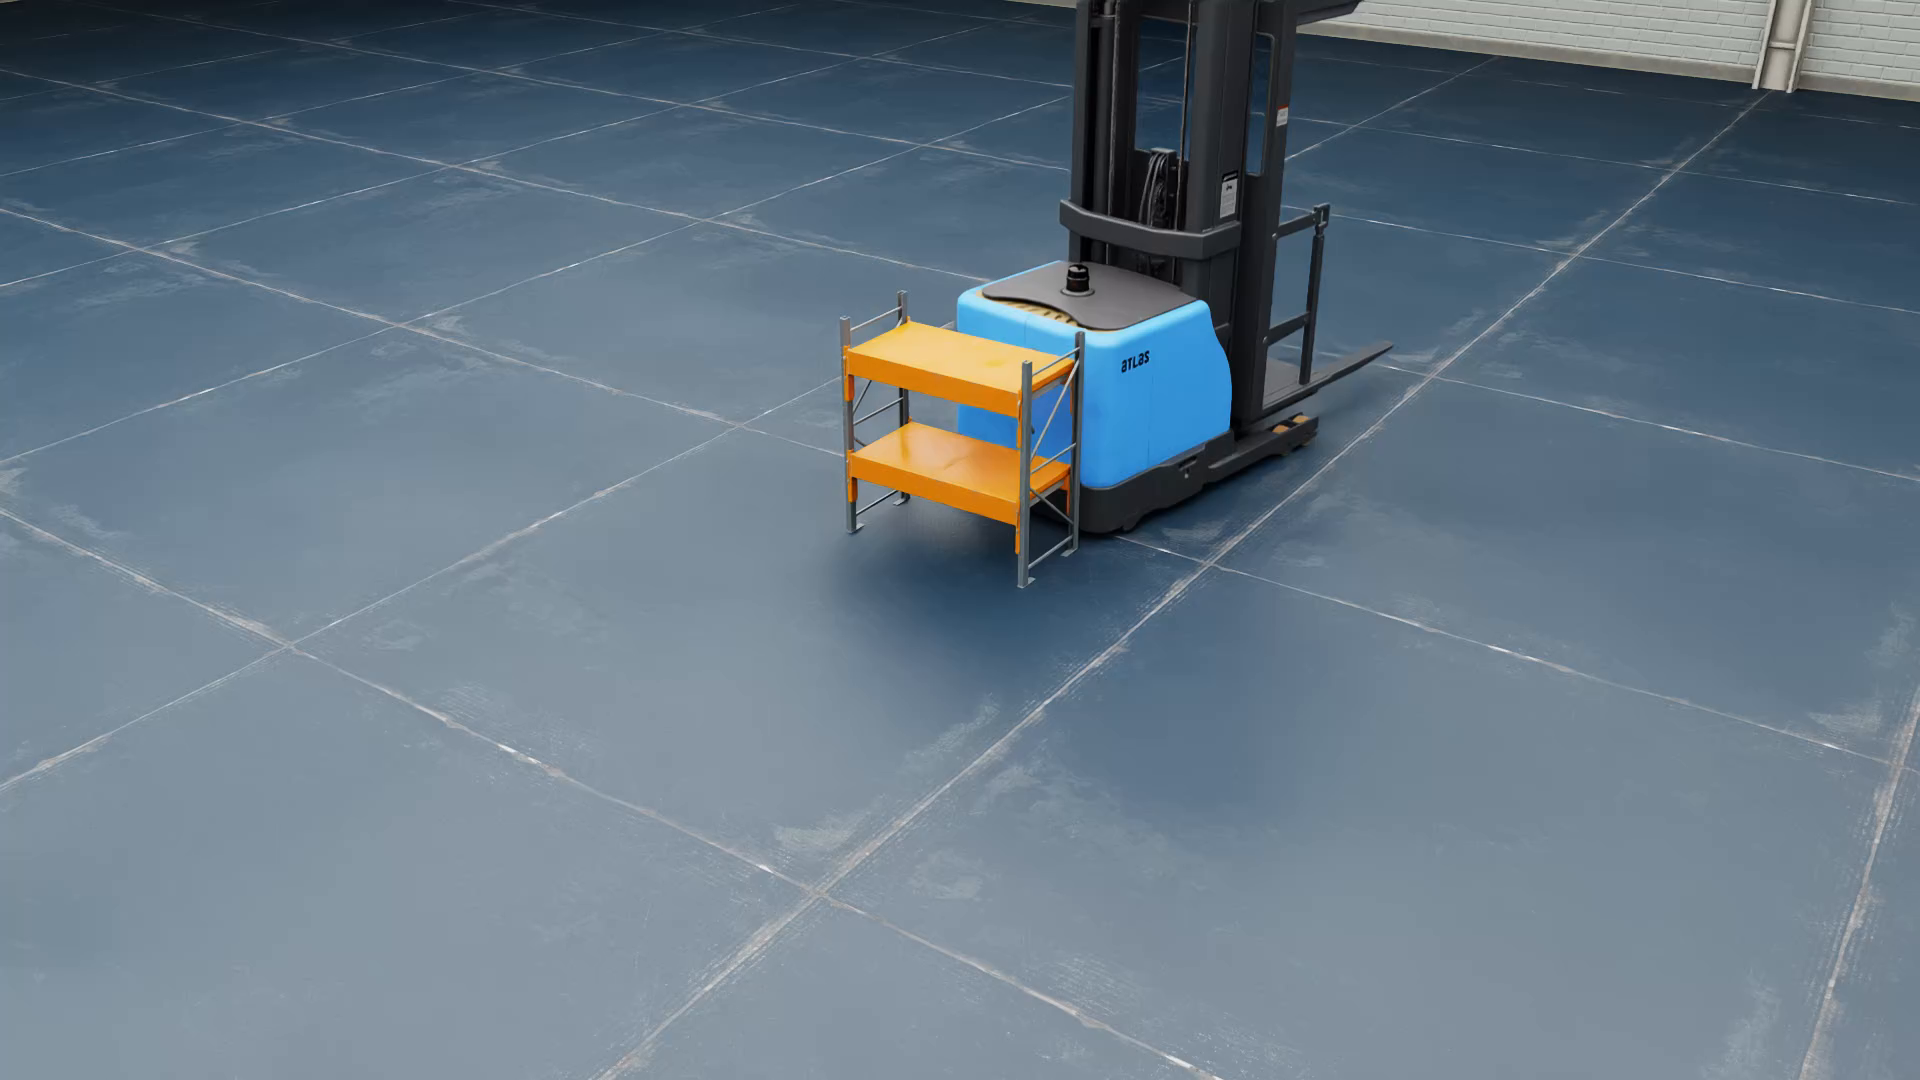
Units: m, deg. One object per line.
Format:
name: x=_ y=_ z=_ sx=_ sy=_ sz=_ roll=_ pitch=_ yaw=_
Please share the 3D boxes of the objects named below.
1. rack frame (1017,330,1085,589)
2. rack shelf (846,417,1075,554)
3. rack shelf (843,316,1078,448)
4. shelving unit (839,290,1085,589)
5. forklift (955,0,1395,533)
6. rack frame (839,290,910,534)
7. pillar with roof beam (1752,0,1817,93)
rack frame: x=0.425 y=-0.369 z=7.735 sx=0.032 sy=1.125 sz=0.500 roll=17 pitch=32 yaw=30
rack shelf: x=0.006 y=-0.282 z=8.102 sx=1.000 sy=0.278 sz=0.538 roll=17 pitch=32 yaw=30
rack shelf: x=0.006 y=-0.760 z=7.859 sx=1.000 sy=0.278 sz=0.538 roll=17 pitch=32 yaw=30
shelving unit: x=0.006 y=-0.500 z=7.991 sx=1.048 sy=1.125 sz=0.538 roll=17 pitch=32 yaw=30
forklift: x=1.355 y=-1.914 z=8.780 sx=1.130 sy=2.935 sz=3.031 roll=24 pitch=35 yaw=38
rack frame: x=-0.413 y=-0.630 z=8.248 sx=0.032 sy=1.125 sz=0.500 roll=17 pitch=32 yaw=30
pillar with roof beam: x=6.236 y=-7.214 z=12.504 sx=0.400 sy=9.000 sz=9.100 roll=17 pitch=32 yaw=30
